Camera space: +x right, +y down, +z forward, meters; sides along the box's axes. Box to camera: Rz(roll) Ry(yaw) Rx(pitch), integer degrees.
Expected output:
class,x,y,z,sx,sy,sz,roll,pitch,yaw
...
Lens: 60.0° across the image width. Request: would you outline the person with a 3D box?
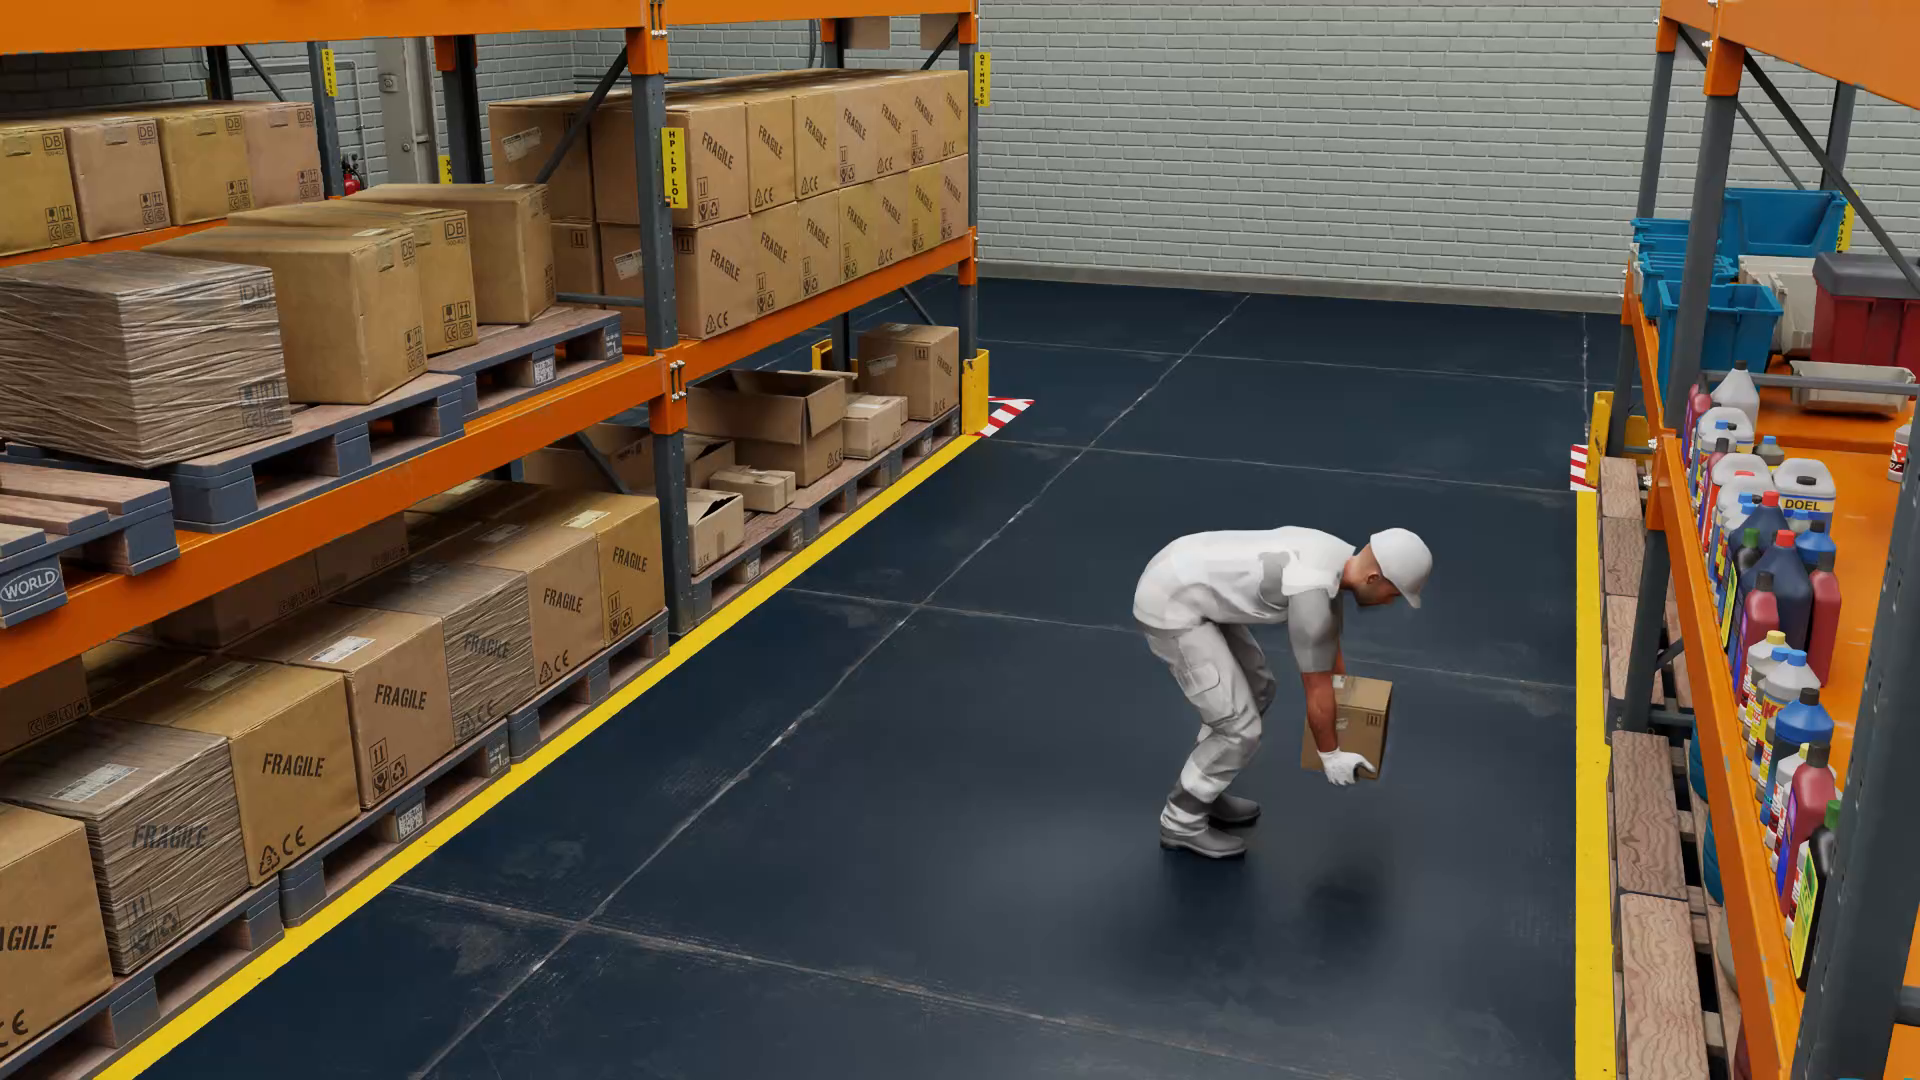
class,x,y,z,sx,sy,sz,roll,pitch,yaw
person,1.046,0.485,5.561,0.947,1.157,0.520,5,19,16
